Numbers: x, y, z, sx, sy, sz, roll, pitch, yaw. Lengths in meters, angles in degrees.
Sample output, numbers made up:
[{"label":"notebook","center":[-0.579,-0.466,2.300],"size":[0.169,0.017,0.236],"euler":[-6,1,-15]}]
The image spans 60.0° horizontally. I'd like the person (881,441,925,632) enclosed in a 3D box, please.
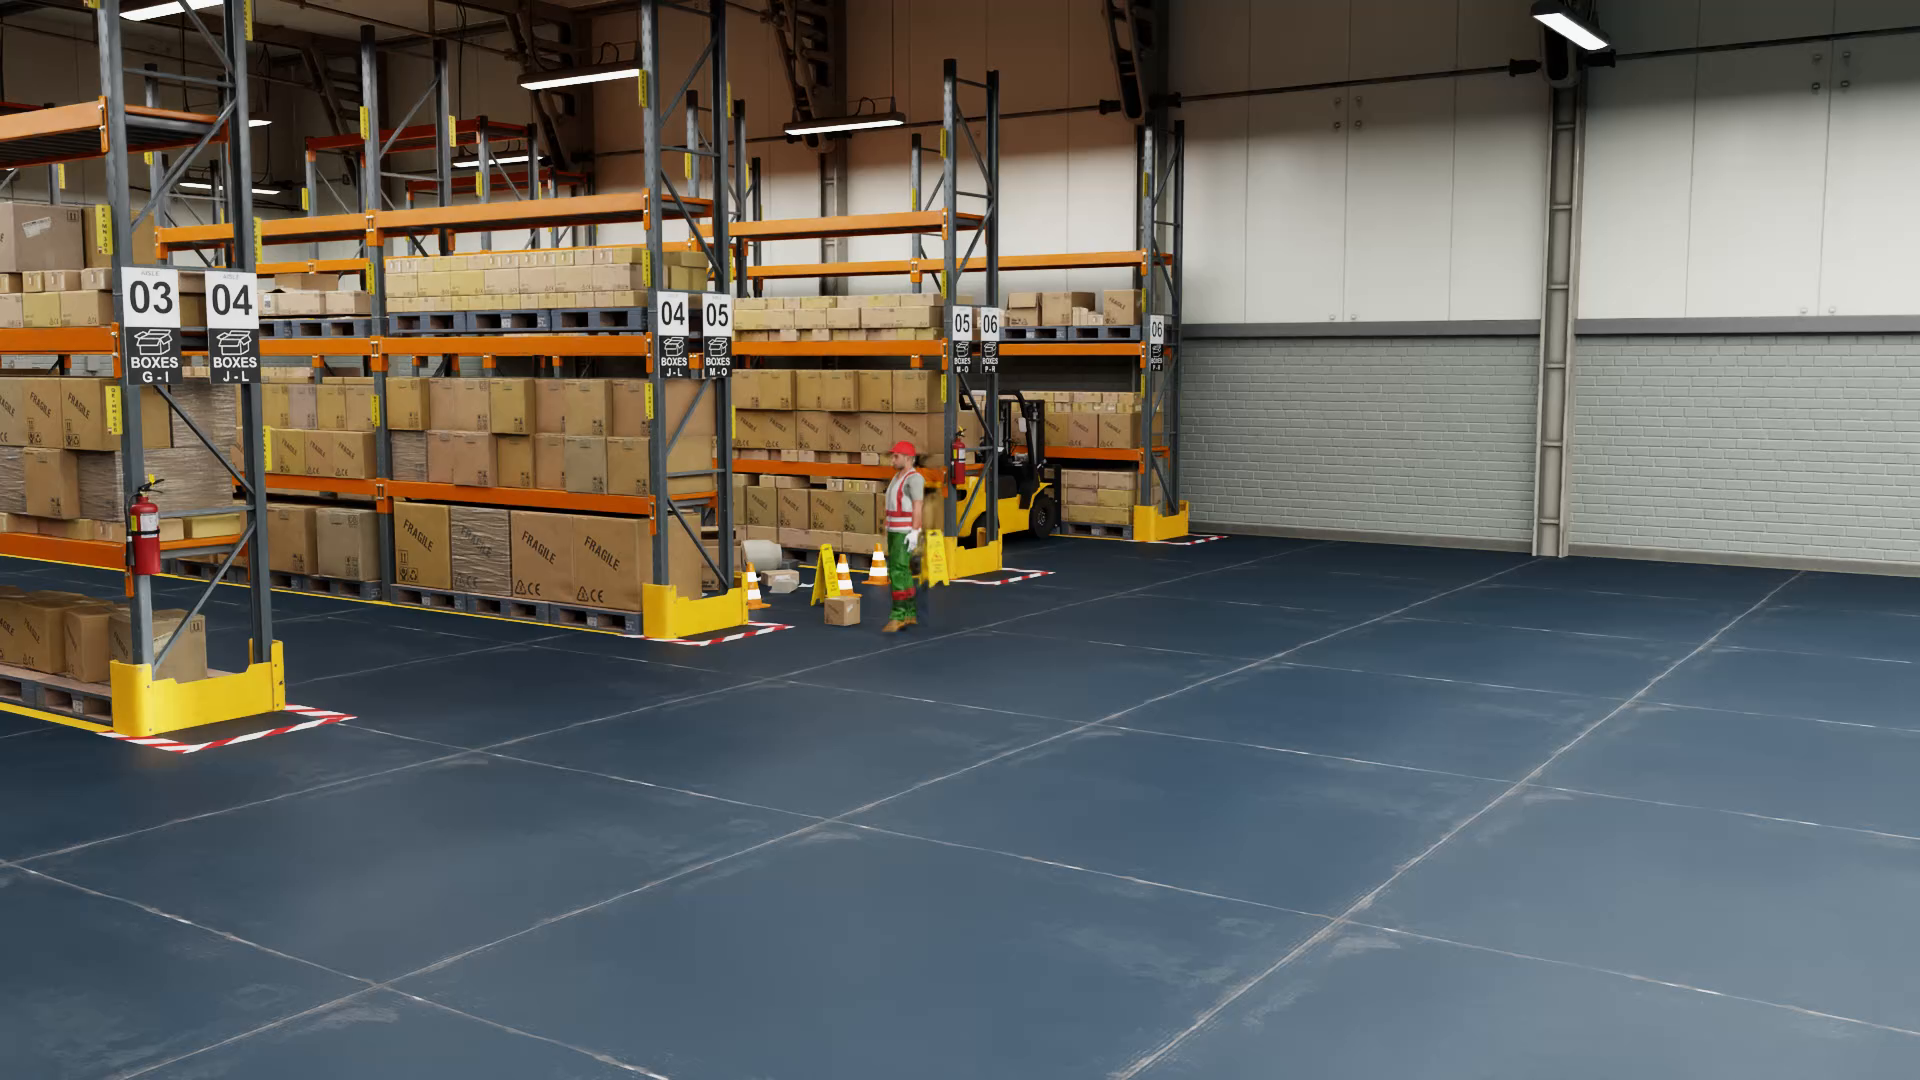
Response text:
[{"label":"person","center":[-0.627,-0.039,16.032],"size":[0.515,1.821,0.578],"euler":[-3,7,-26]}]
